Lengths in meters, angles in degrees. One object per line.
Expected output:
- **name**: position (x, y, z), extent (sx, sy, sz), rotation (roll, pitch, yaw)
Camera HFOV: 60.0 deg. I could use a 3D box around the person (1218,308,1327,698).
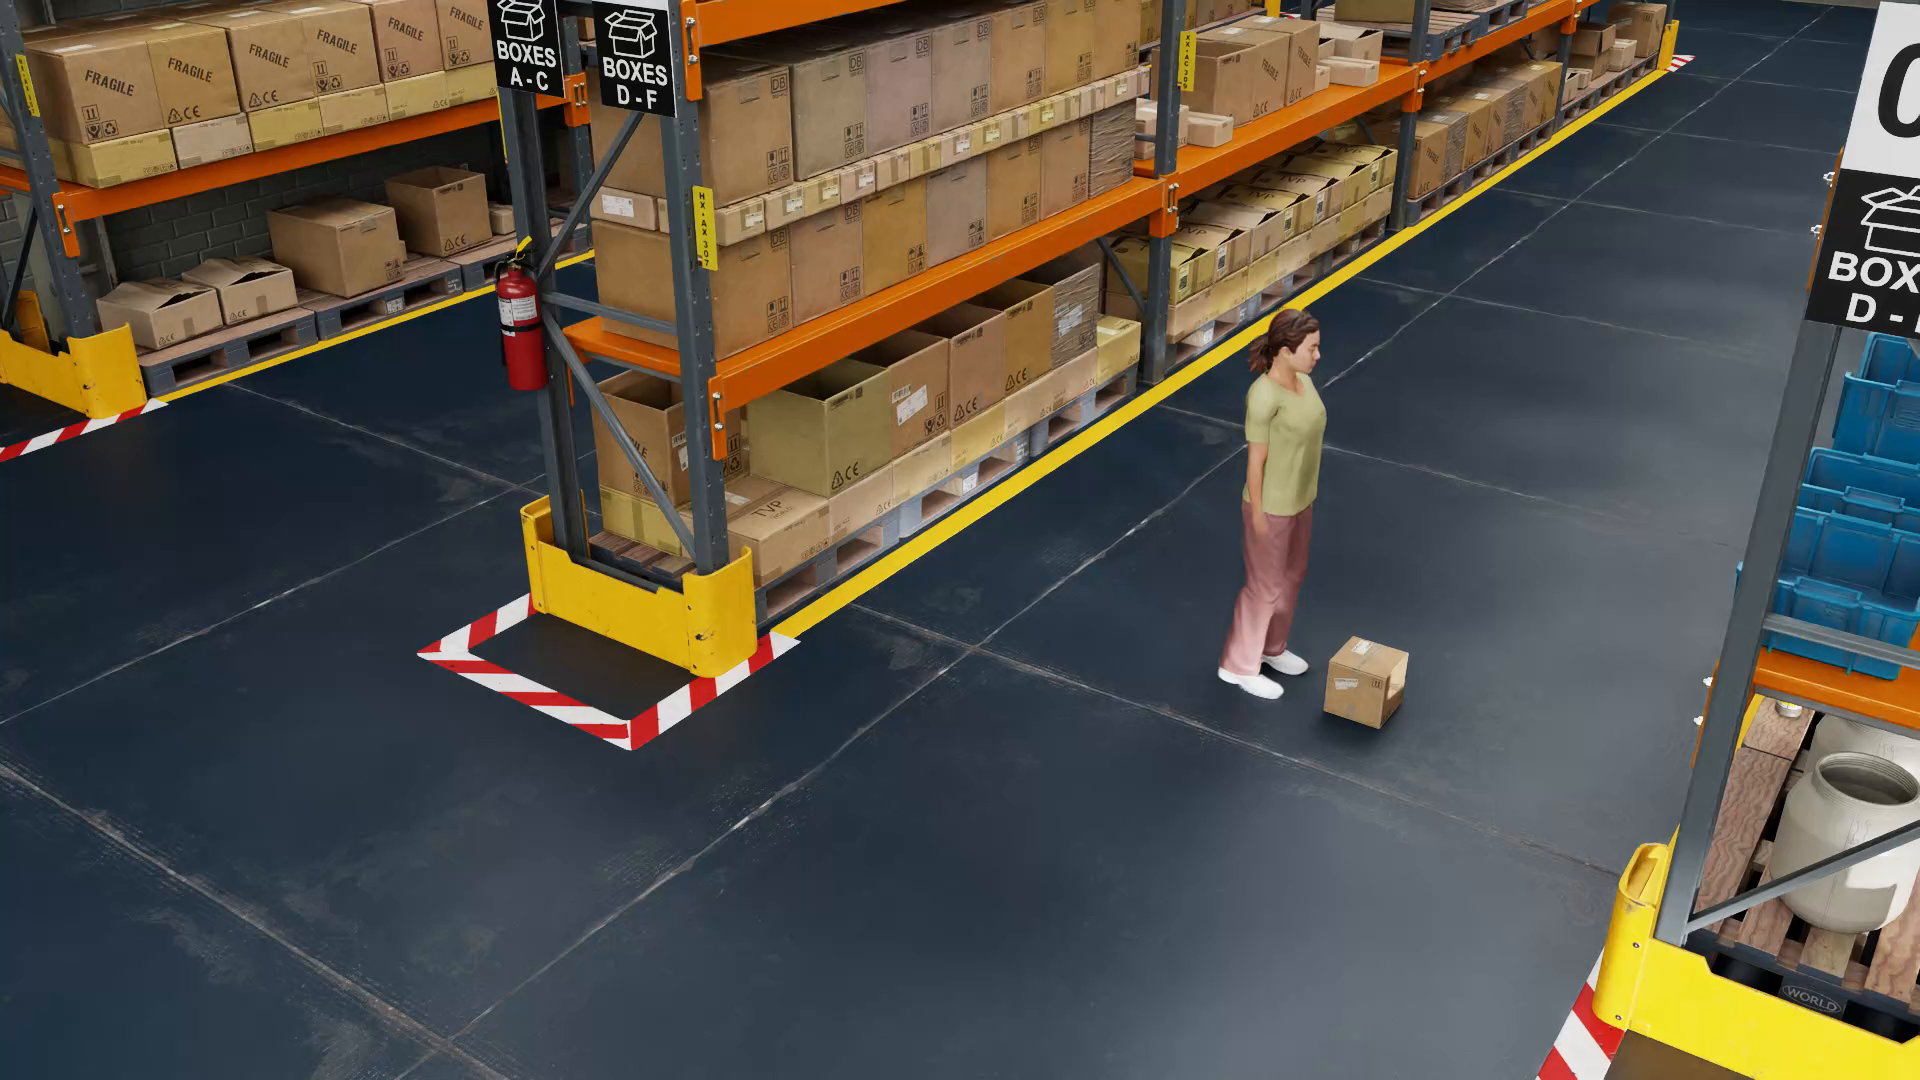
- **person**: position (1.321, -0.161, 6.948), extent (0.358, 1.678, 0.442), rotation (18, 32, 31)
